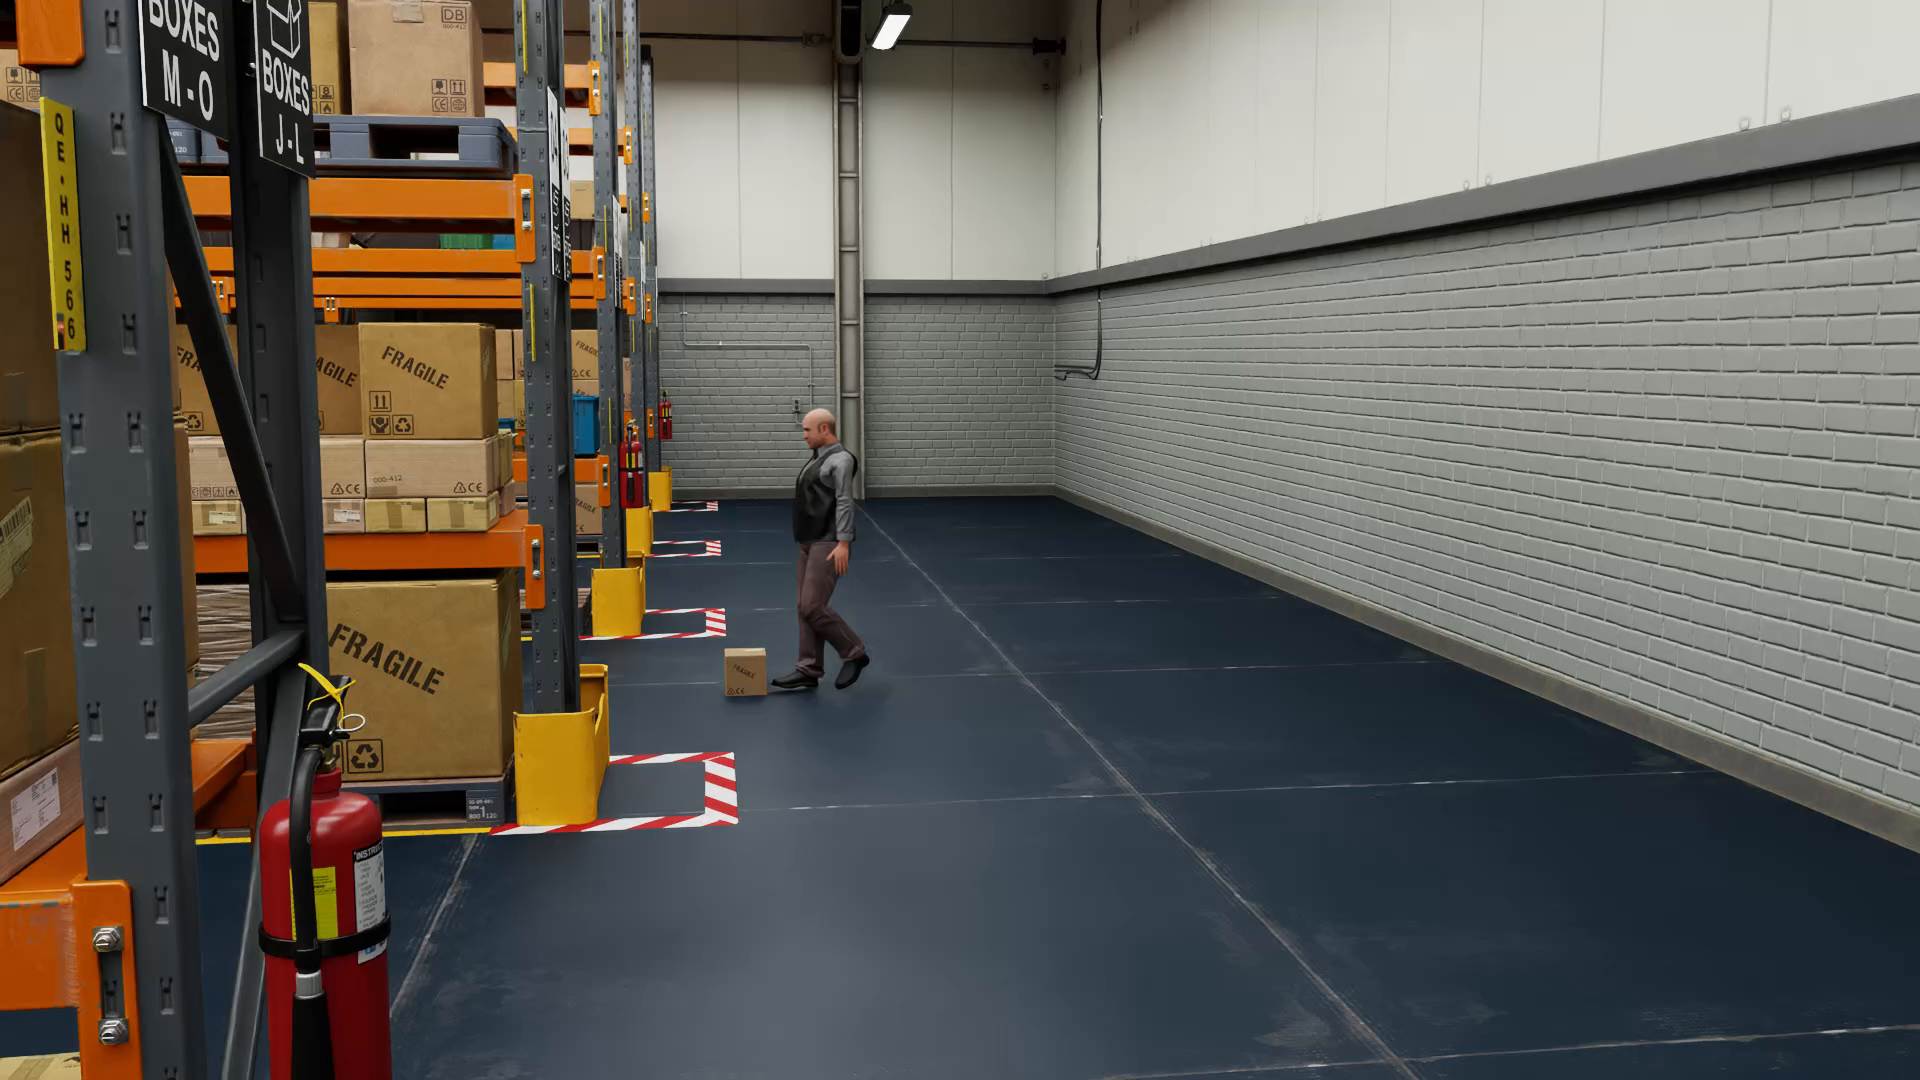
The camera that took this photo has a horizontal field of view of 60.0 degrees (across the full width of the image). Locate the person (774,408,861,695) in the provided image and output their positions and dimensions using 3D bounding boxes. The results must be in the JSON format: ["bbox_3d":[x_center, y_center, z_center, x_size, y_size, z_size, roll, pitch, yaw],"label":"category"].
[{"bbox_3d":[-0.899,0.055,10.171,0.498,1.719,0.570,-2,7,-21],"label":"person"}]
